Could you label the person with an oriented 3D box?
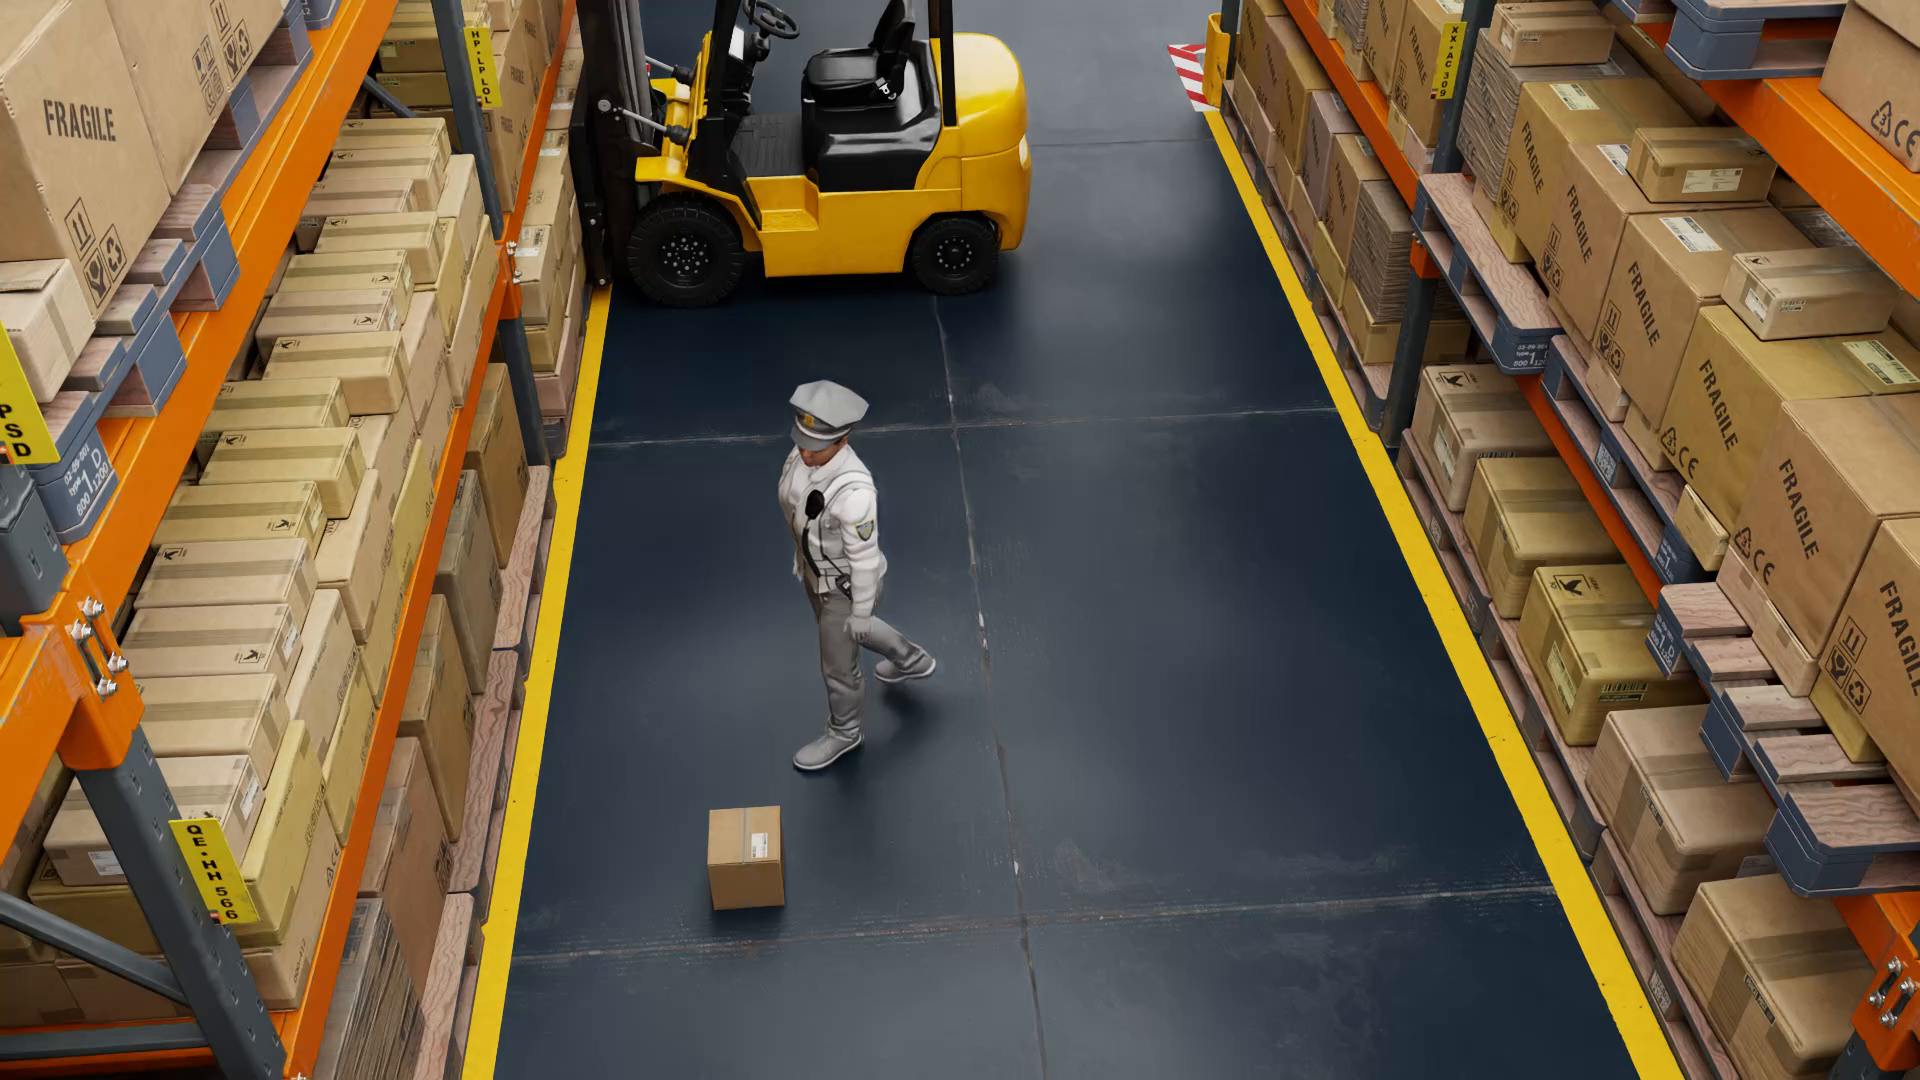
[{"bbox_3d":[-0.361,0.108,6.004,0.655,1.667,0.500,-16,42,-19],"label":"person"}]
